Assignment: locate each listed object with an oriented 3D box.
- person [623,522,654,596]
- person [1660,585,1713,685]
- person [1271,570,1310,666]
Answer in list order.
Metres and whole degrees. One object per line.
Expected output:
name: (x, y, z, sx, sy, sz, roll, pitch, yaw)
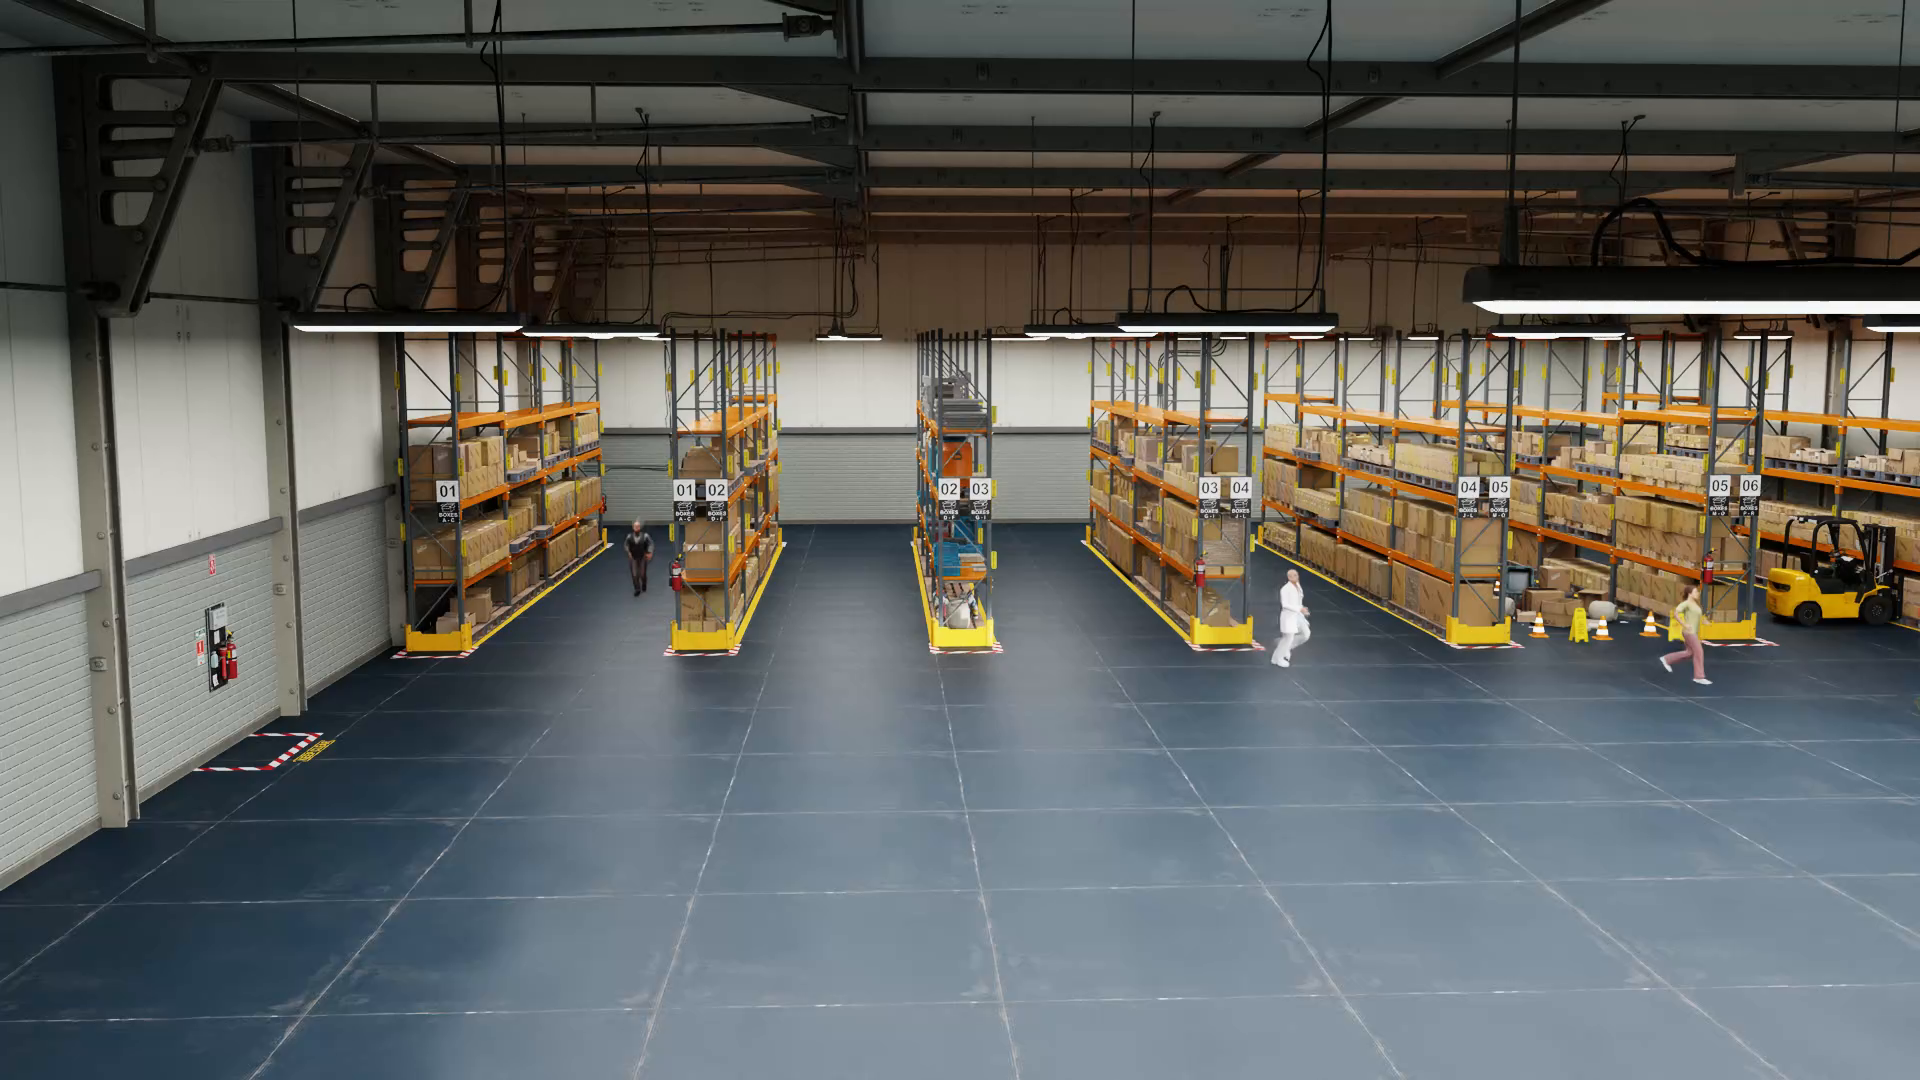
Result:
person: (-7.320, 0.431, 37.899, 0.692, 1.680, 0.599, -1, 7, -6)
person: (12.339, 1.591, 28.210, 0.879, 1.669, 0.579, 5, 9, 38)
person: (5.926, 1.382, 29.562, 0.780, 1.737, 0.737, 6, 9, 43)
